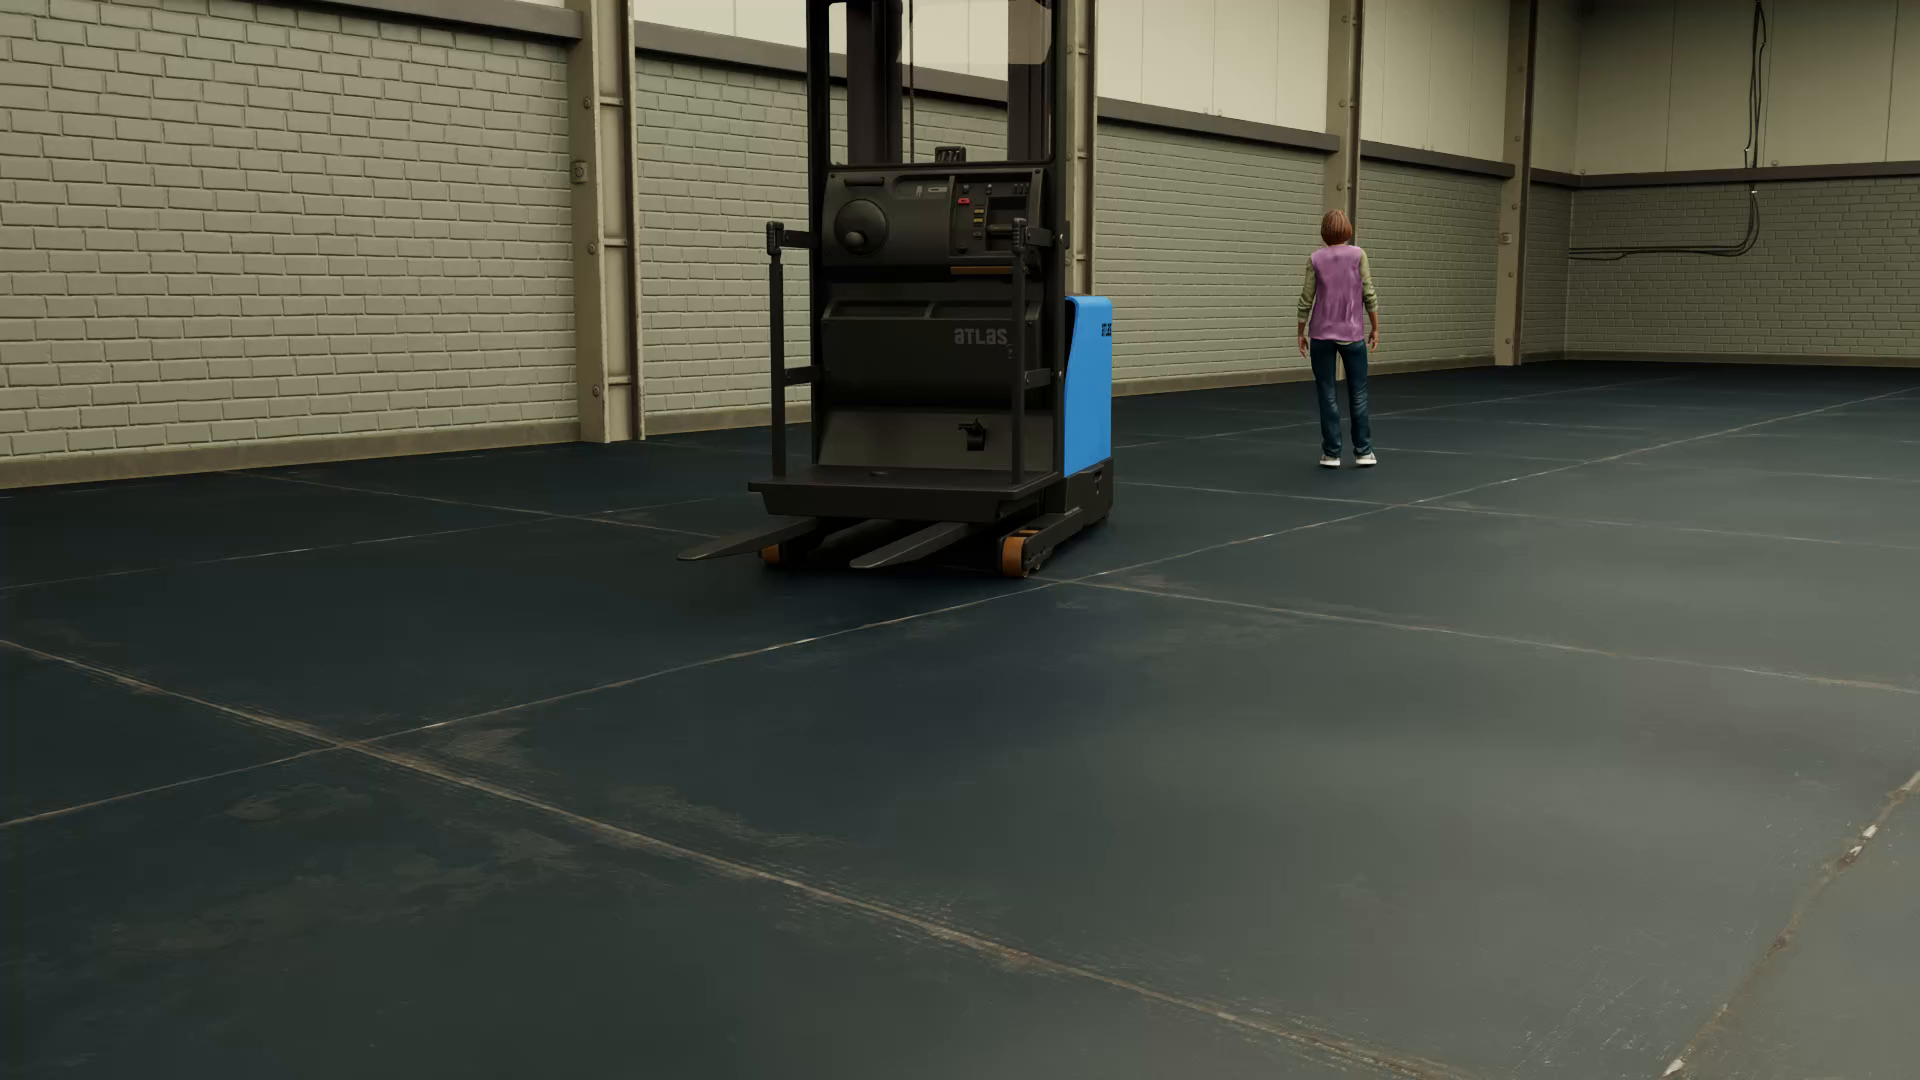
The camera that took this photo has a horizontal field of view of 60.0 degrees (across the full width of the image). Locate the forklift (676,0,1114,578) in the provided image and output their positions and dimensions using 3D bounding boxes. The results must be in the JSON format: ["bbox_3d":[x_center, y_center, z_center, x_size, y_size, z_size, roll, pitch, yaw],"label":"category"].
[{"bbox_3d":[-0.176,-1.366,6.616,1.130,2.935,3.031,3,9,17],"label":"forklift"}]

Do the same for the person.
[{"bbox_3d":[2.382,-1.262,10.462,0.520,1.599,0.472,2,9,12],"label":"person"}]
